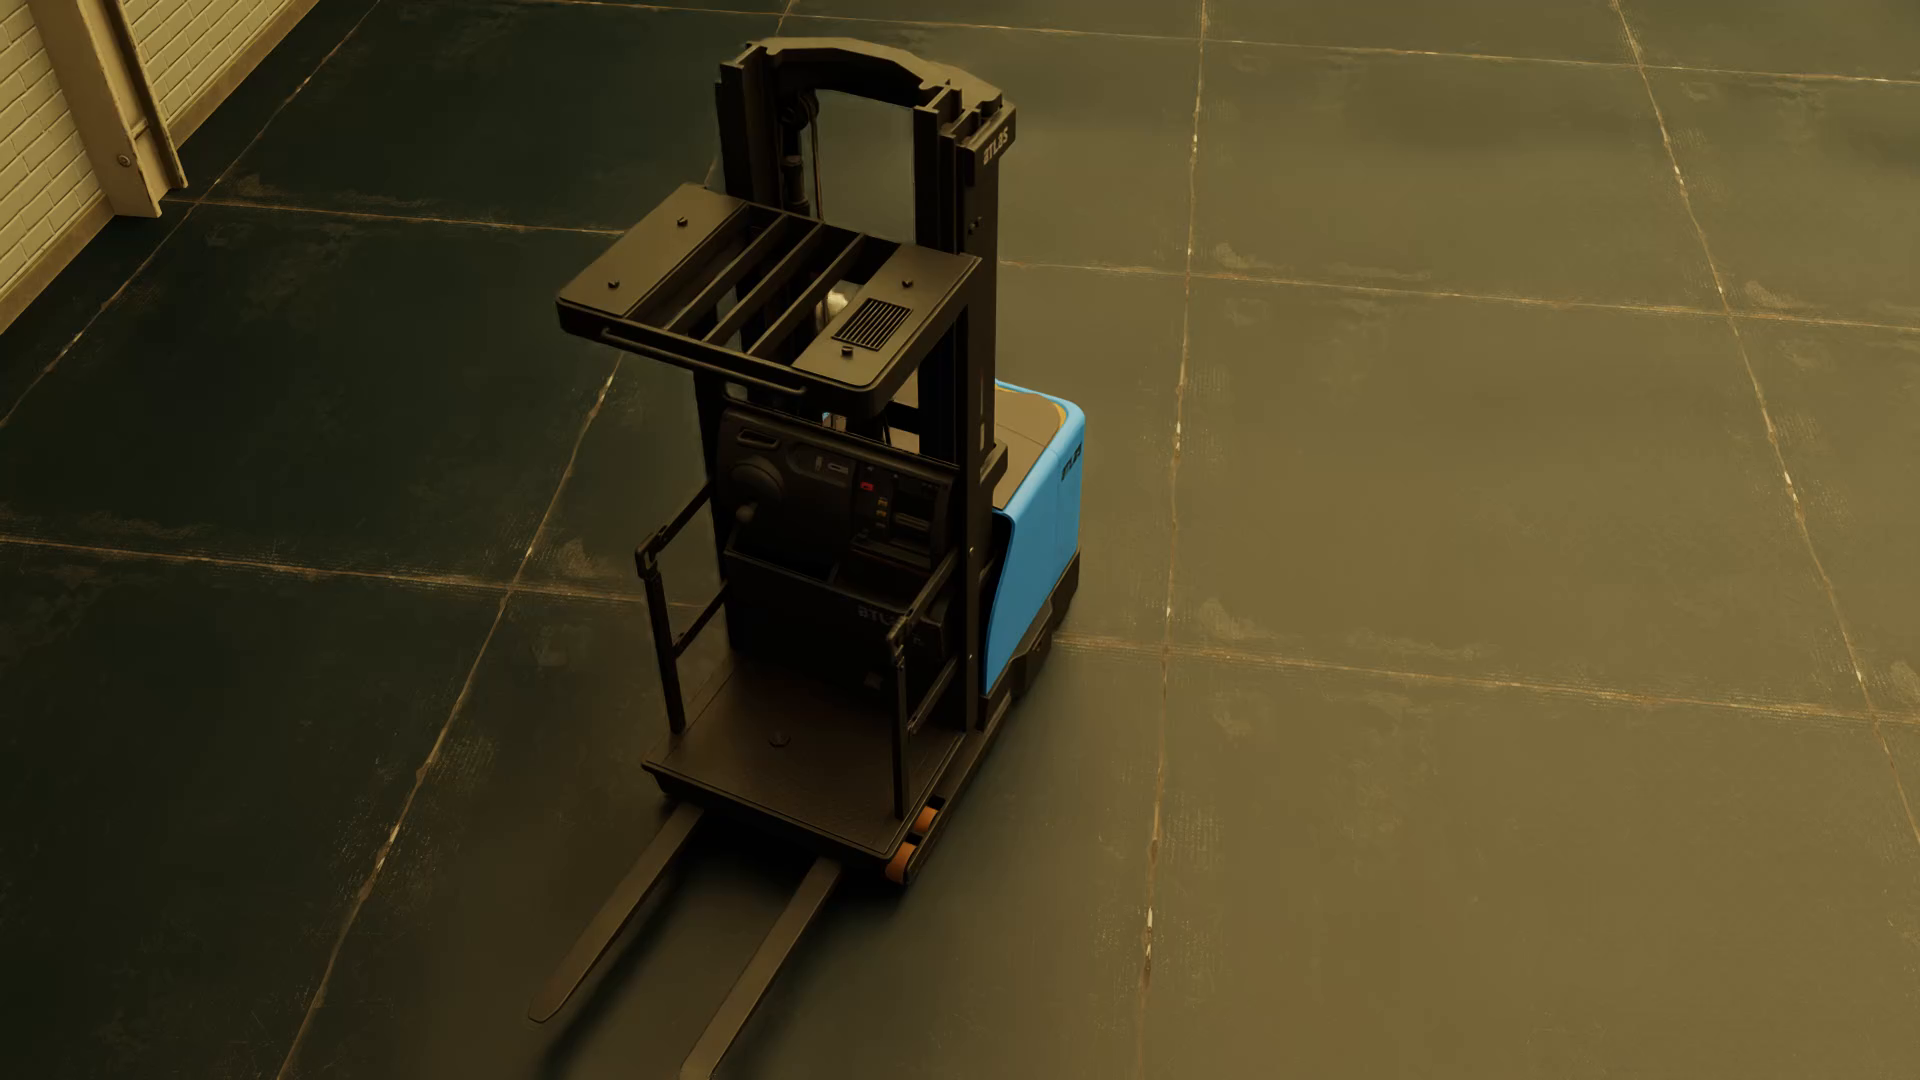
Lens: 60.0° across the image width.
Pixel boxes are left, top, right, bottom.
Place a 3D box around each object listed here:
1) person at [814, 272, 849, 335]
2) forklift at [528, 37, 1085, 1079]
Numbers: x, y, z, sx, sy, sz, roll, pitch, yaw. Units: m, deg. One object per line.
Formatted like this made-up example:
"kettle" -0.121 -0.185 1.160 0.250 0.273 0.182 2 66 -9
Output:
"person" -0.598 -0.829 7.717 0.779 1.468 0.785 14 44 15
"forklift" -0.550 -0.091 5.823 1.130 2.935 3.031 18 45 18
